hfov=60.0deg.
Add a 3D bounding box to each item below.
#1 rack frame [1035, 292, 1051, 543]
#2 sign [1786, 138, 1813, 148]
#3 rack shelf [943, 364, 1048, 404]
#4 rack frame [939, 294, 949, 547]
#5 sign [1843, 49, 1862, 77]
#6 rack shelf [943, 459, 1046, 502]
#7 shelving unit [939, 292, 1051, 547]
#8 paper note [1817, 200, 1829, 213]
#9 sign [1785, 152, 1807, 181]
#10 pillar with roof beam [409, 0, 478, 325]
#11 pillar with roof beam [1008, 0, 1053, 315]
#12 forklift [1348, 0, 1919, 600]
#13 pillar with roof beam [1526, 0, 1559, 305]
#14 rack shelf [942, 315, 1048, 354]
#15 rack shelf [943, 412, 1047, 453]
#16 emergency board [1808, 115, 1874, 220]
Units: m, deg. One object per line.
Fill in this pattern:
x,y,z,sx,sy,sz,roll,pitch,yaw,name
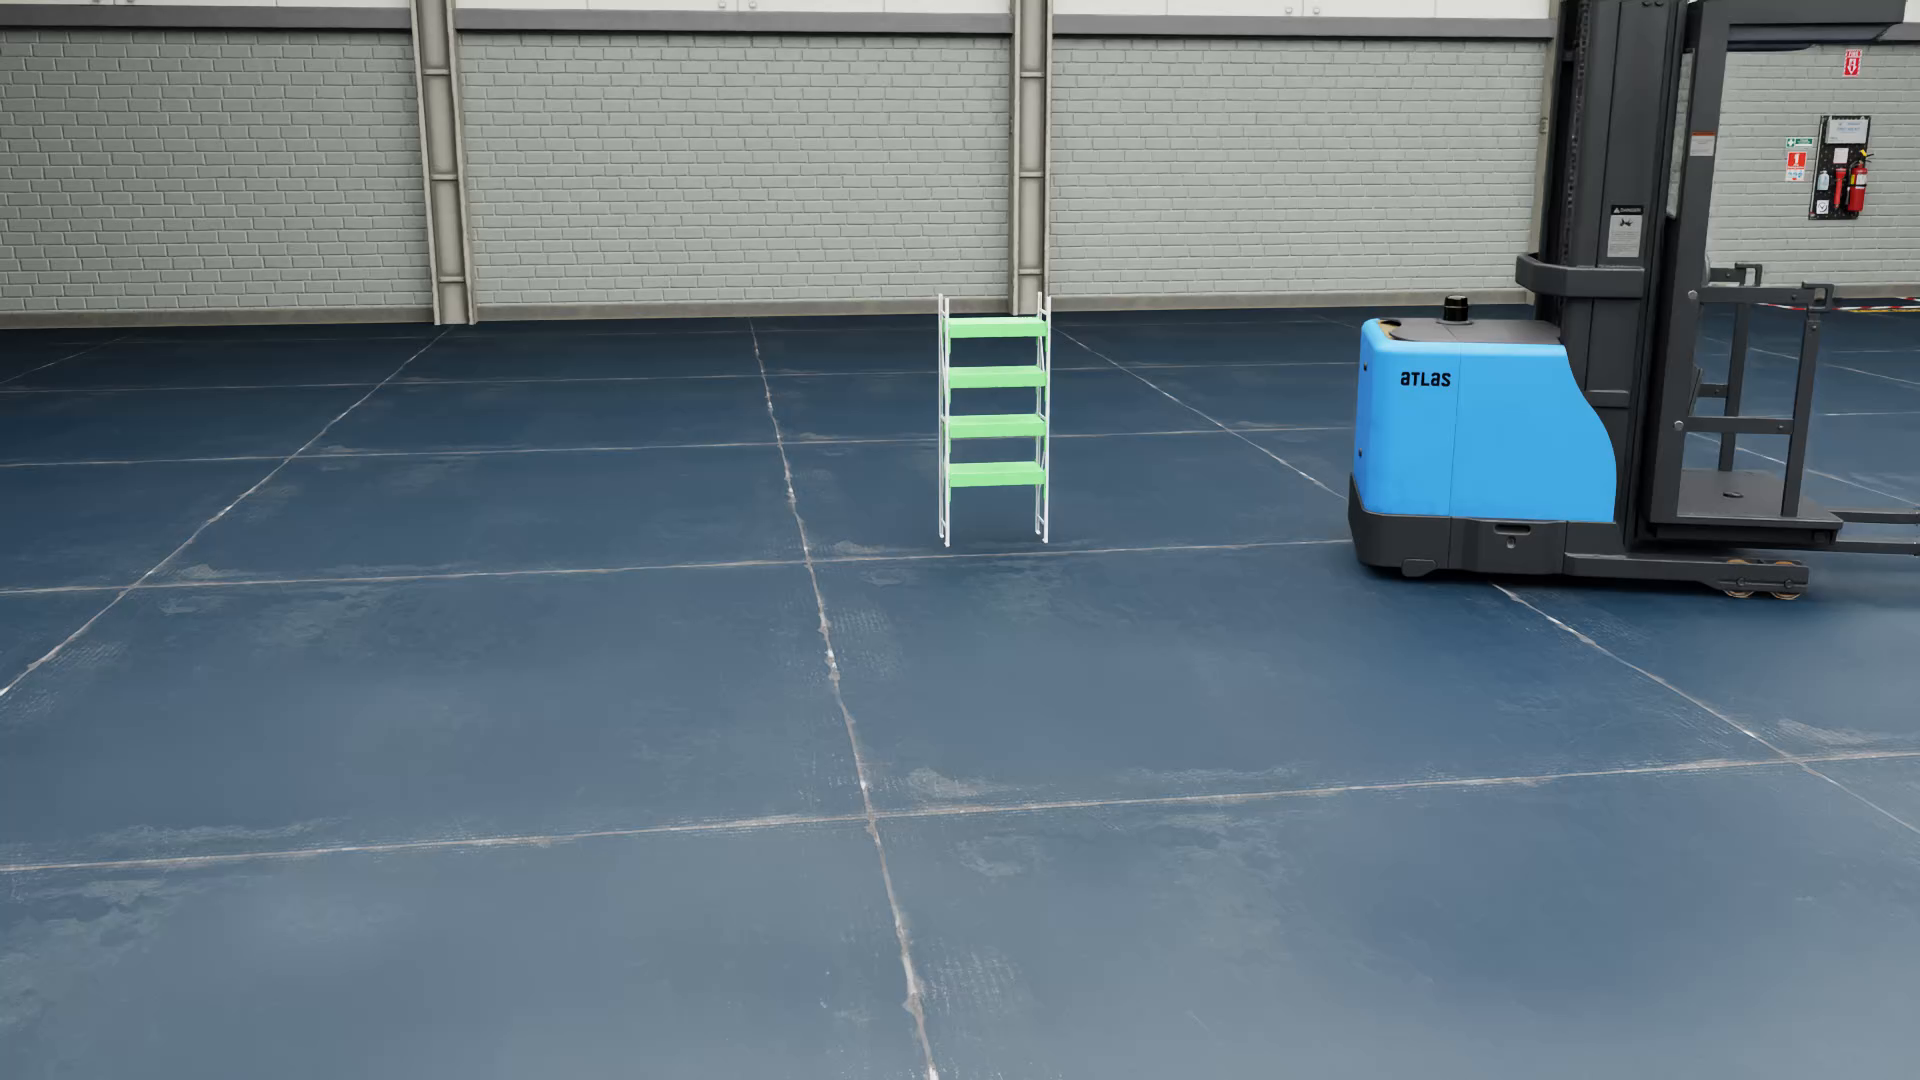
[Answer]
0.405,-0.597,8.135,0.015,1.200,0.240,-2,14,-8,rack frame
9.599,-4.543,19.009,0.331,0.109,0.001,-2,14,-8,sign
0.164,-0.759,8.057,0.480,0.148,0.258,-2,14,-8,rack shelf
-0.078,-0.579,8.065,0.015,1.200,0.240,-2,14,-8,rack frame
10.133,-5.414,18.879,0.199,0.298,0.001,-2,14,-8,sign
0.164,-0.293,8.174,0.480,0.148,0.258,-2,14,-8,rack shelf
0.164,-0.588,8.100,0.503,1.200,0.258,-2,14,-8,shelving unit
9.970,-3.849,19.215,0.142,0.148,0.016,-2,14,-8,paper note
9.593,-4.288,19.081,0.234,0.329,0.001,-2,14,-8,sign
-4.553,-5.569,11.927,0.400,9.000,9.100,-2,14,-8,pillar with roof beam
1.380,-5.786,12.794,0.400,9.000,9.100,-2,14,-8,pillar with roof beam
3.378,-1.302,7.386,3.031,2.935,1.130,2,14,9,forklift
7.313,-6.004,13.661,0.400,9.000,9.100,-2,14,-8,pillar with roof beam
0.164,-0.992,7.999,0.480,0.148,0.258,-2,14,-8,rack shelf
0.164,-0.526,8.115,0.480,0.148,0.258,-2,14,-8,rack shelf
10.155,-4.266,19.067,0.643,1.169,0.194,-2,14,-8,emergency board
